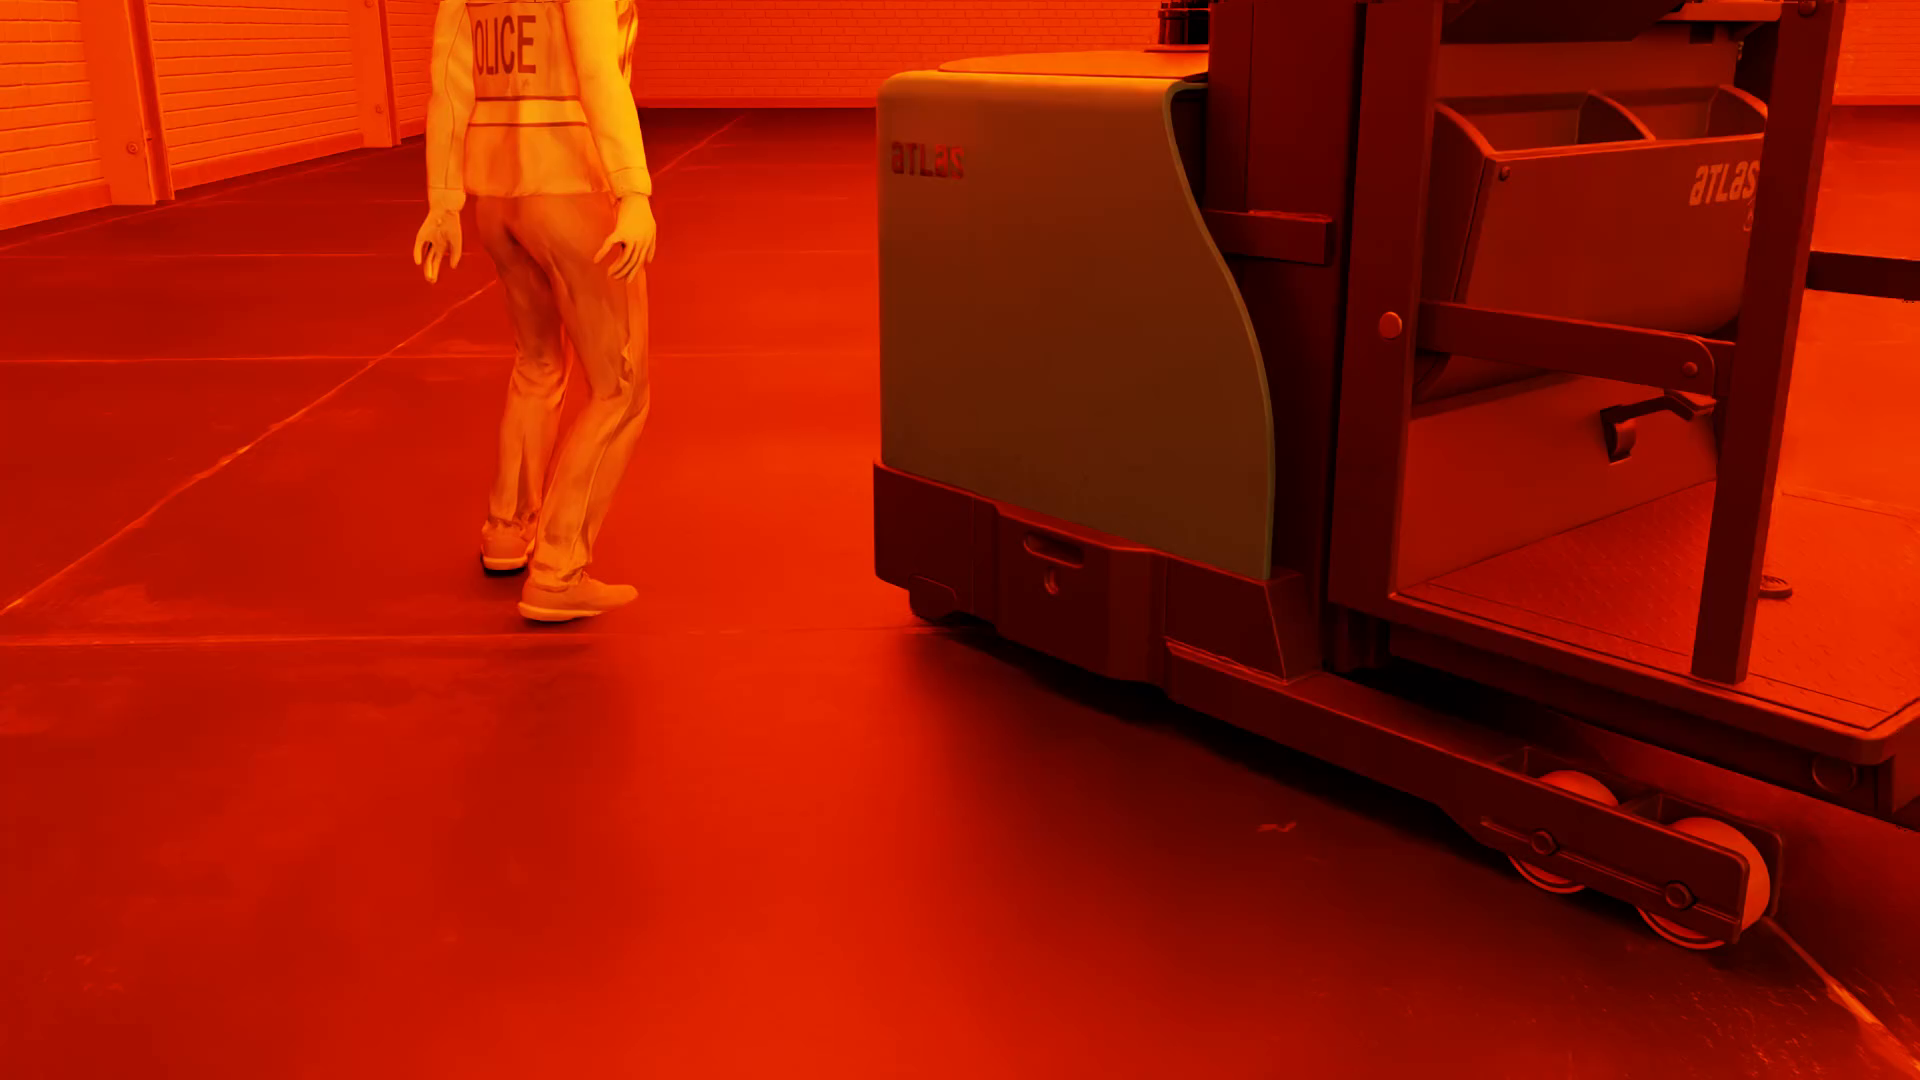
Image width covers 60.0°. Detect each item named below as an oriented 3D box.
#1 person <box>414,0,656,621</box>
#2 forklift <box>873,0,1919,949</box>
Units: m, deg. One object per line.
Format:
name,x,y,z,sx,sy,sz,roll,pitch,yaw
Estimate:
person,-0.836,-0.658,3.356,0.809,1.641,0.417,16,23,42
forklift,1.165,-1.035,2.291,1.130,2.935,3.031,-14,22,-39
